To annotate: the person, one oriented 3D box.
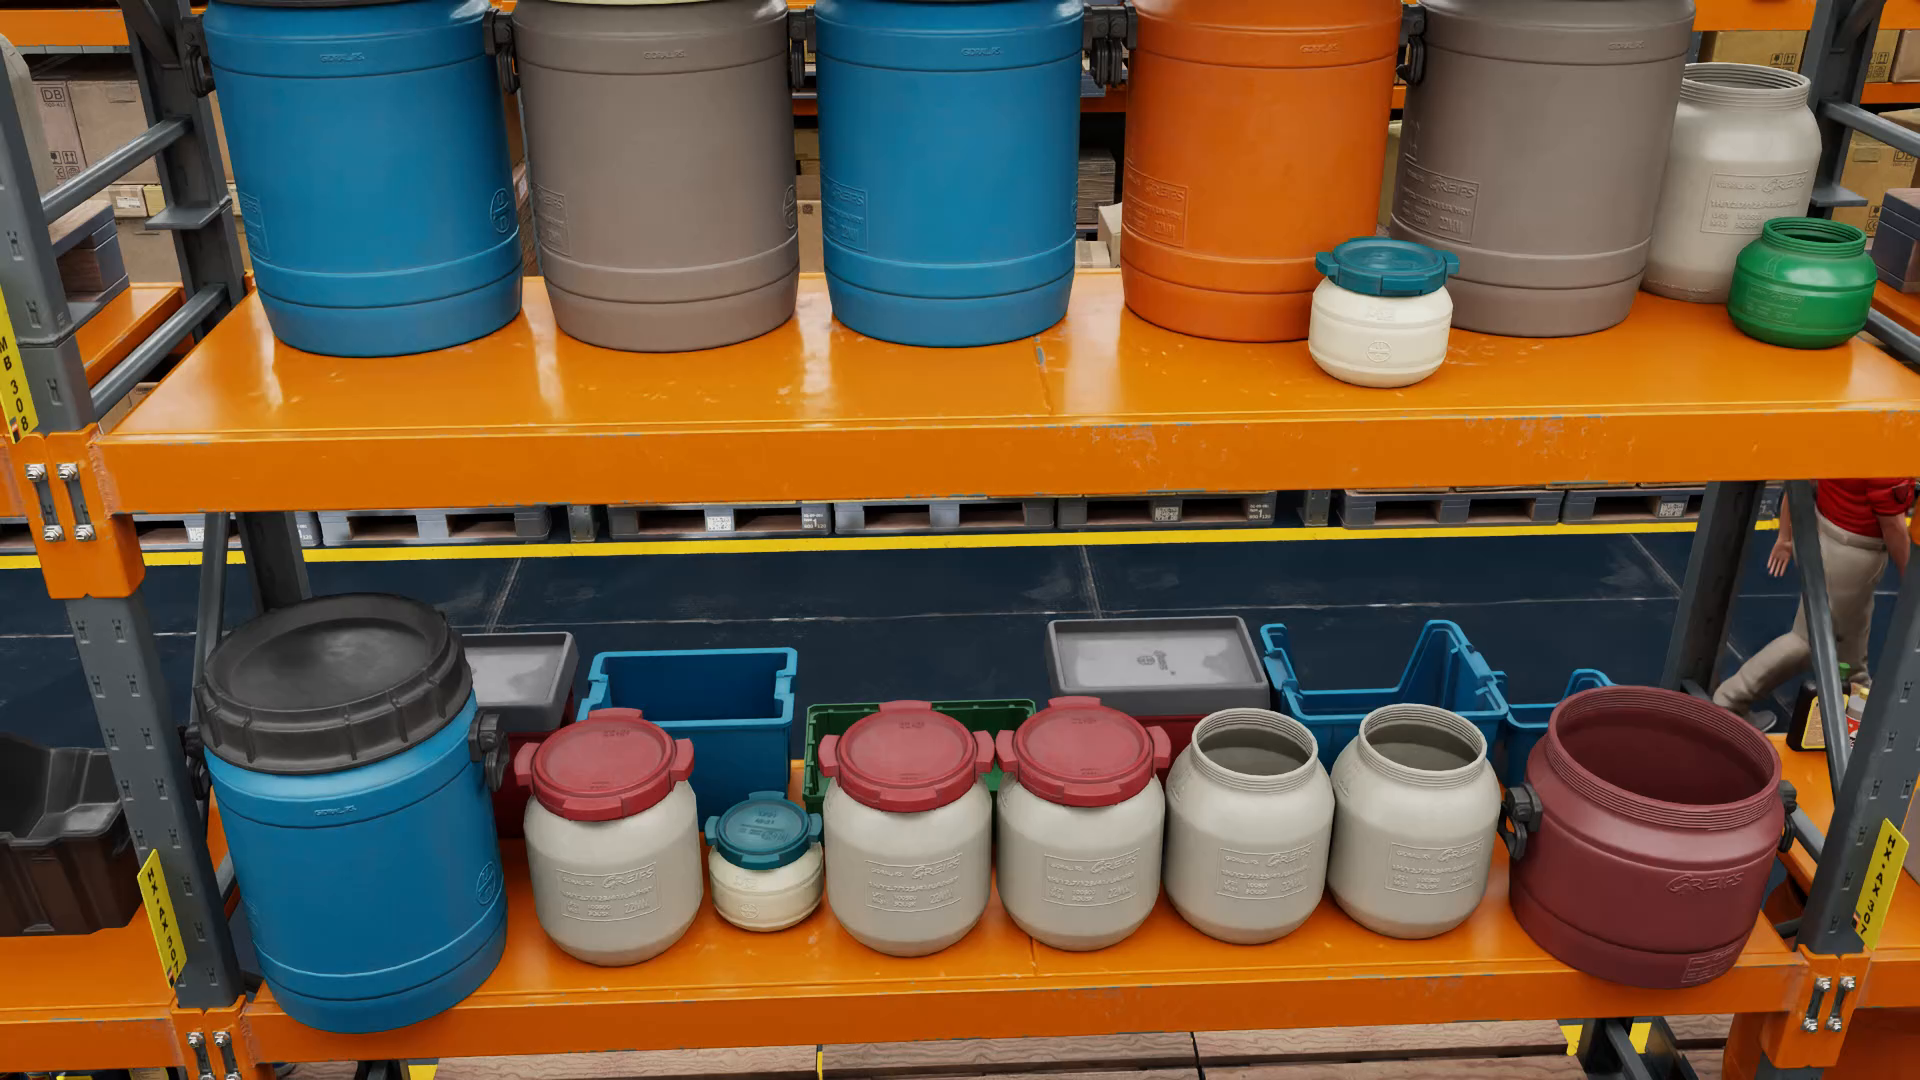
[{"bbox_3d":[3.758,0.055,7.030,1.043,1.675,0.531,-2,27,-3],"label":"person"}]
